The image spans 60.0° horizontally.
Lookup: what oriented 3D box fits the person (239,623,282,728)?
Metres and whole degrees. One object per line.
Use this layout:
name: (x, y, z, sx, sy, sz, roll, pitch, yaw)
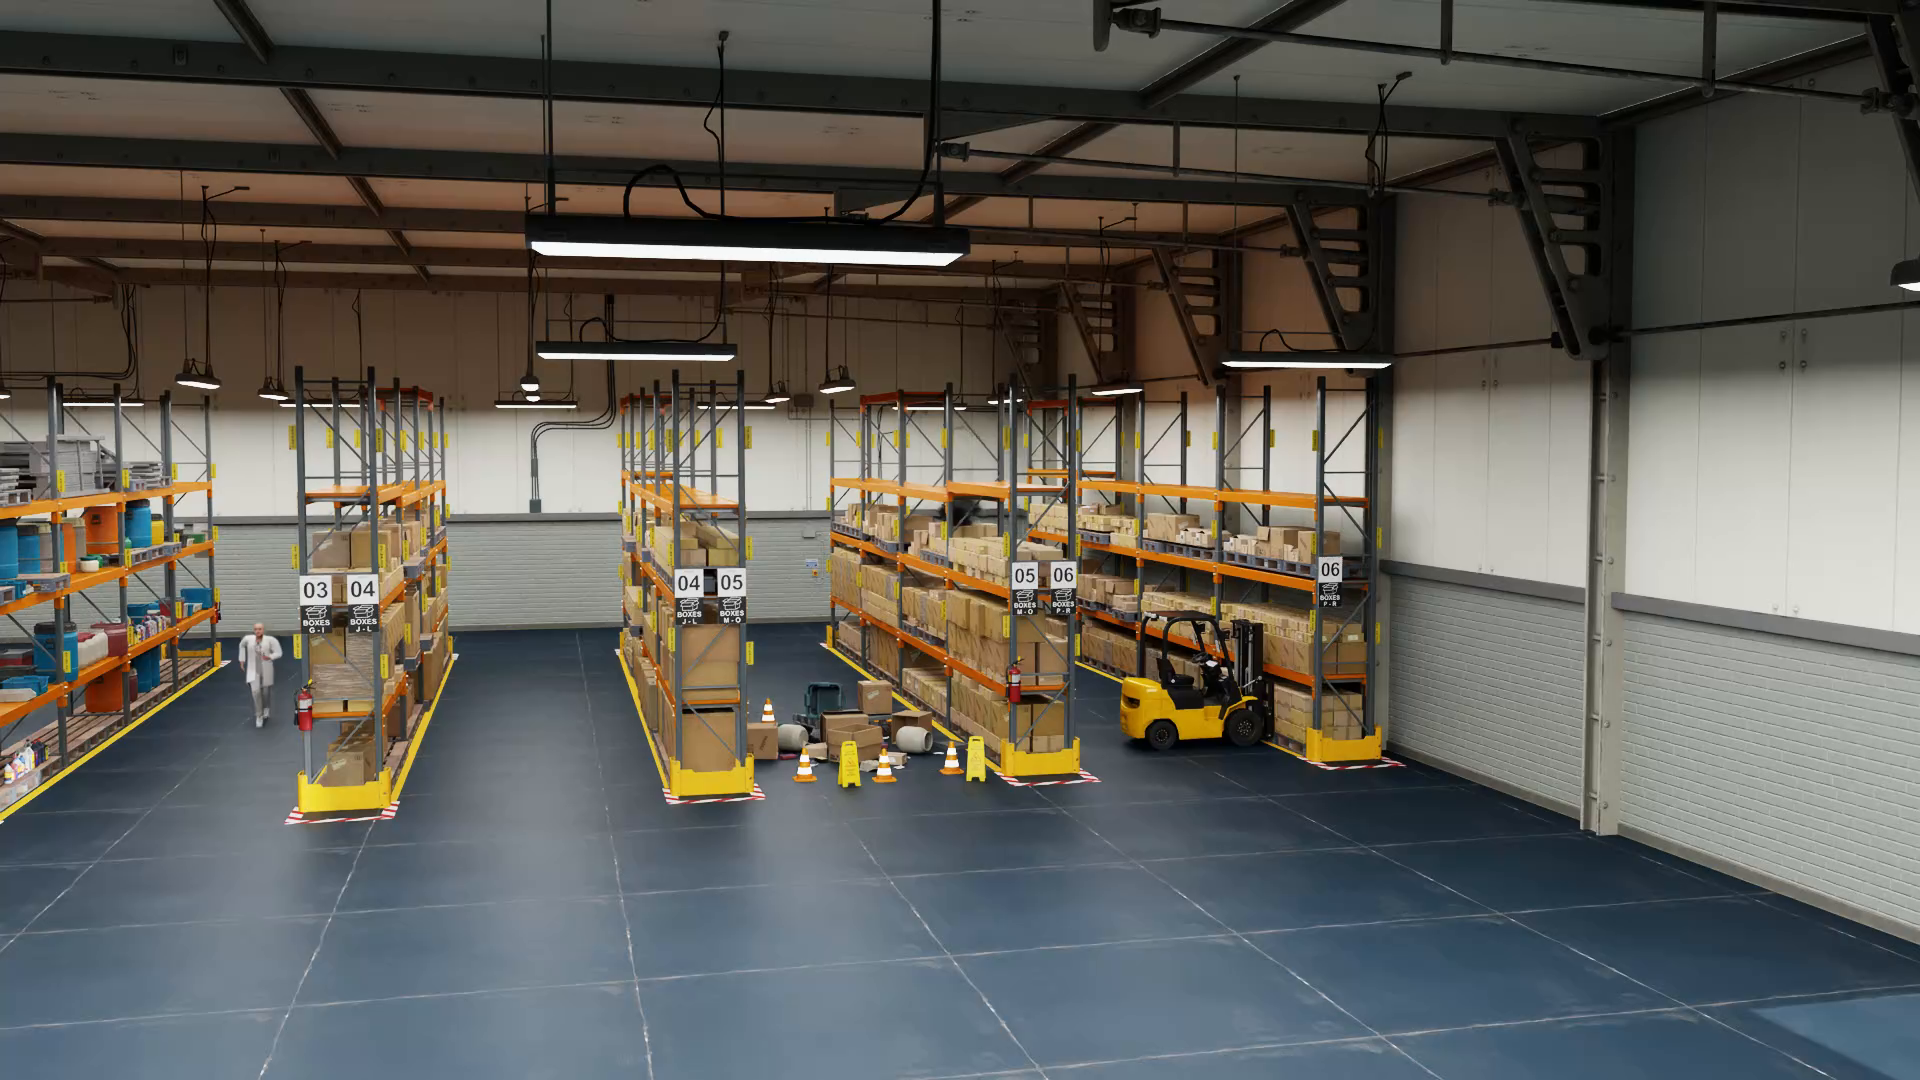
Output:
person: (-12.398, 2.402, 29.492, 0.734, 1.721, 1.079, -1, 4, -16)
